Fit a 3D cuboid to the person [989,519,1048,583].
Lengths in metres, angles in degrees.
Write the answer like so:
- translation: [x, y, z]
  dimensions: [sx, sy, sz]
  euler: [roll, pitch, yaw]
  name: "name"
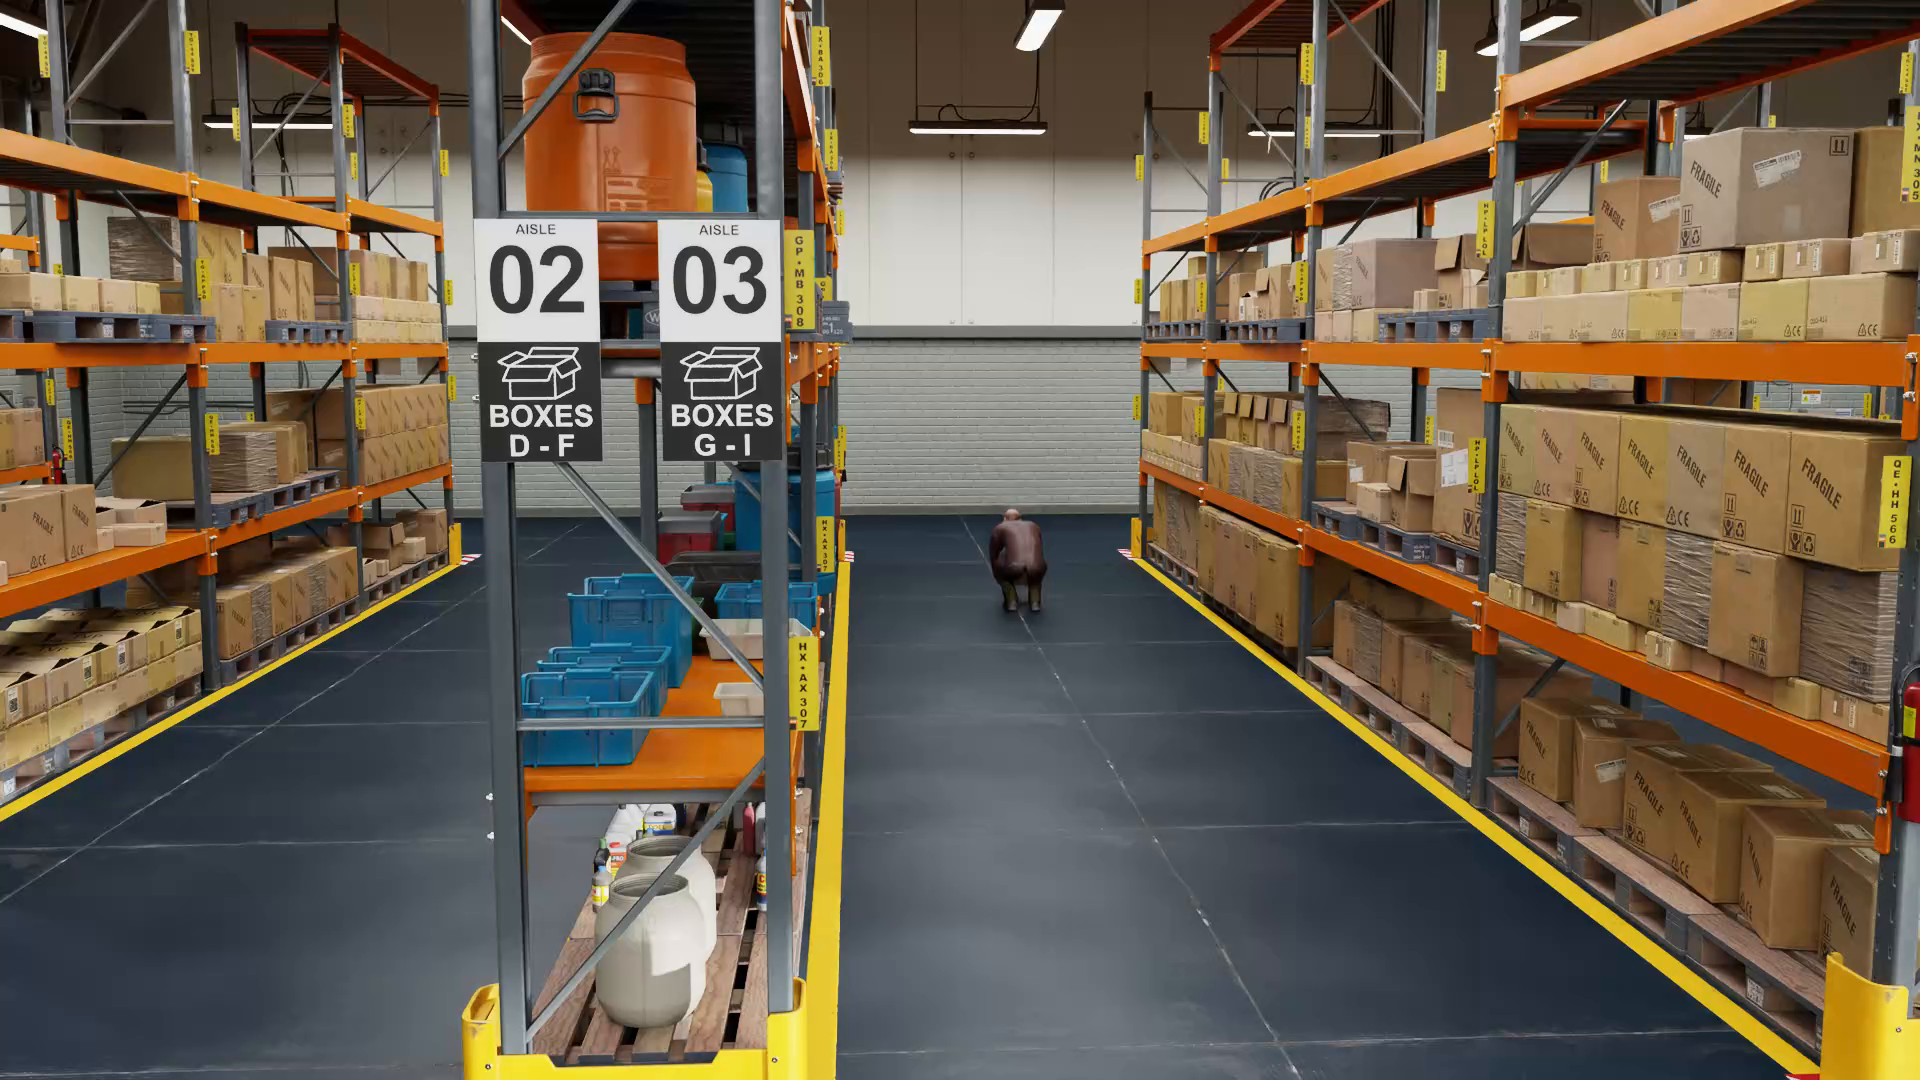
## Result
- translation: [0.629, 0.132, 17.661]
  dimensions: [0.611, 0.681, 0.824]
  euler: [0, 7, -4]
  name: "person"
